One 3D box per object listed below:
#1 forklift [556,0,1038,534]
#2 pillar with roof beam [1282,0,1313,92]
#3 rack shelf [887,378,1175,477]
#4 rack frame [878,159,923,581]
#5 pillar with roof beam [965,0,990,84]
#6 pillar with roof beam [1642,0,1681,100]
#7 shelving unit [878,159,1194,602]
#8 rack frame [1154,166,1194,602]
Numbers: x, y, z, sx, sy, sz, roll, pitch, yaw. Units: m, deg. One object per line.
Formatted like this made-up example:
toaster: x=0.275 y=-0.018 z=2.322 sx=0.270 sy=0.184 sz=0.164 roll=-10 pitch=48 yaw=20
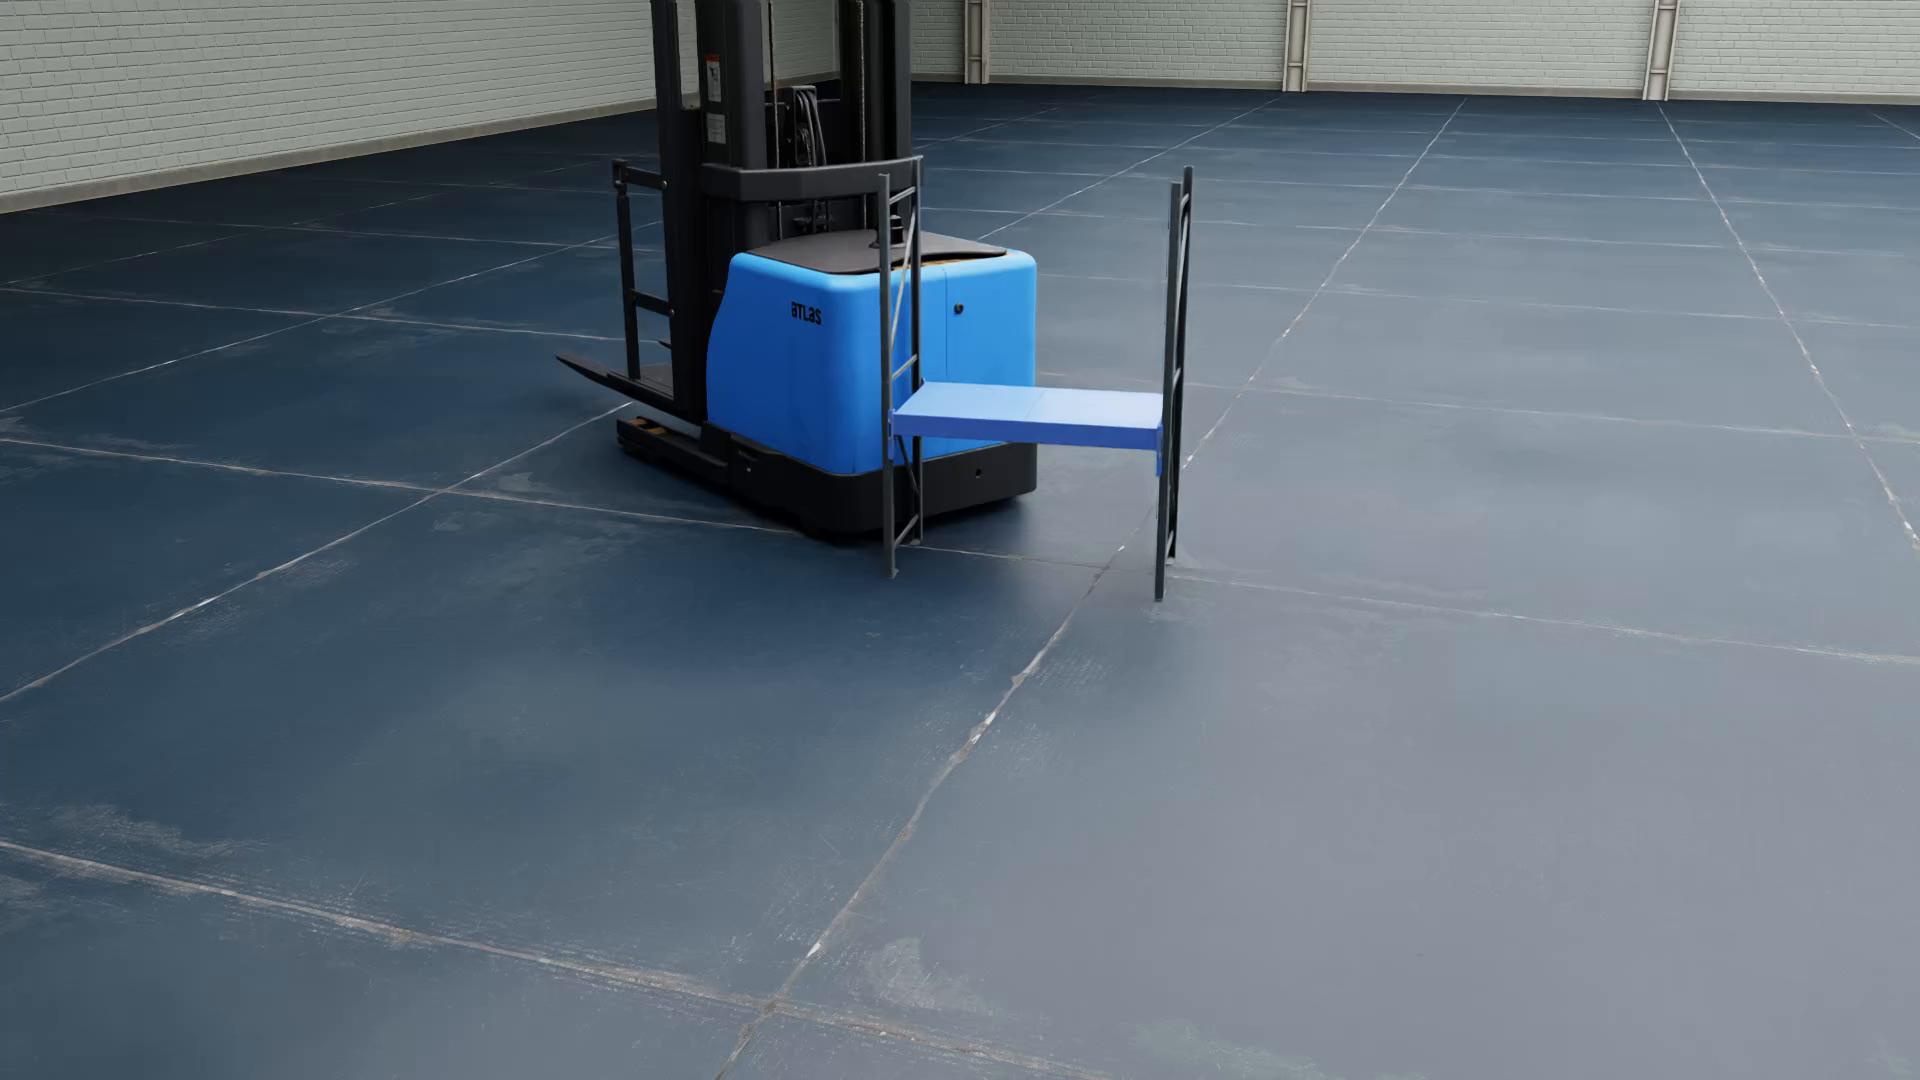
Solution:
forklift: x=-0.965 y=-1.827 z=7.481 sx=1.130 sy=2.935 sz=3.031 roll=-14 pitch=24 yaw=-35
pillar with roof beam: x=4.578 y=-10.955 z=24.448 sx=0.400 sy=9.000 sz=9.100 roll=7 pitch=20 yaw=18
rack shelf: x=0.279 y=-0.429 z=6.192 sx=1.000 sy=0.185 sz=0.538 roll=4 pitch=20 yaw=12
rack frame: x=-0.217 y=-0.635 z=6.235 sx=0.032 sy=1.500 sz=0.500 roll=4 pitch=20 yaw=12
pillar with roof beam: x=-1.090 y=-11.603 z=26.307 sx=0.400 sy=9.000 sz=9.100 roll=7 pitch=20 yaw=18
pillar with roof beam: x=10.245 y=-10.307 z=22.589 sx=0.400 sy=9.000 sz=9.100 roll=7 pitch=20 yaw=18
shelving unit: x=0.279 y=-0.599 z=6.133 sx=1.048 sy=1.500 sz=0.538 roll=4 pitch=20 yaw=12
rack frame: x=0.776 y=-0.563 z=6.030 sx=0.032 sy=1.500 sz=0.500 roll=4 pitch=20 yaw=12
